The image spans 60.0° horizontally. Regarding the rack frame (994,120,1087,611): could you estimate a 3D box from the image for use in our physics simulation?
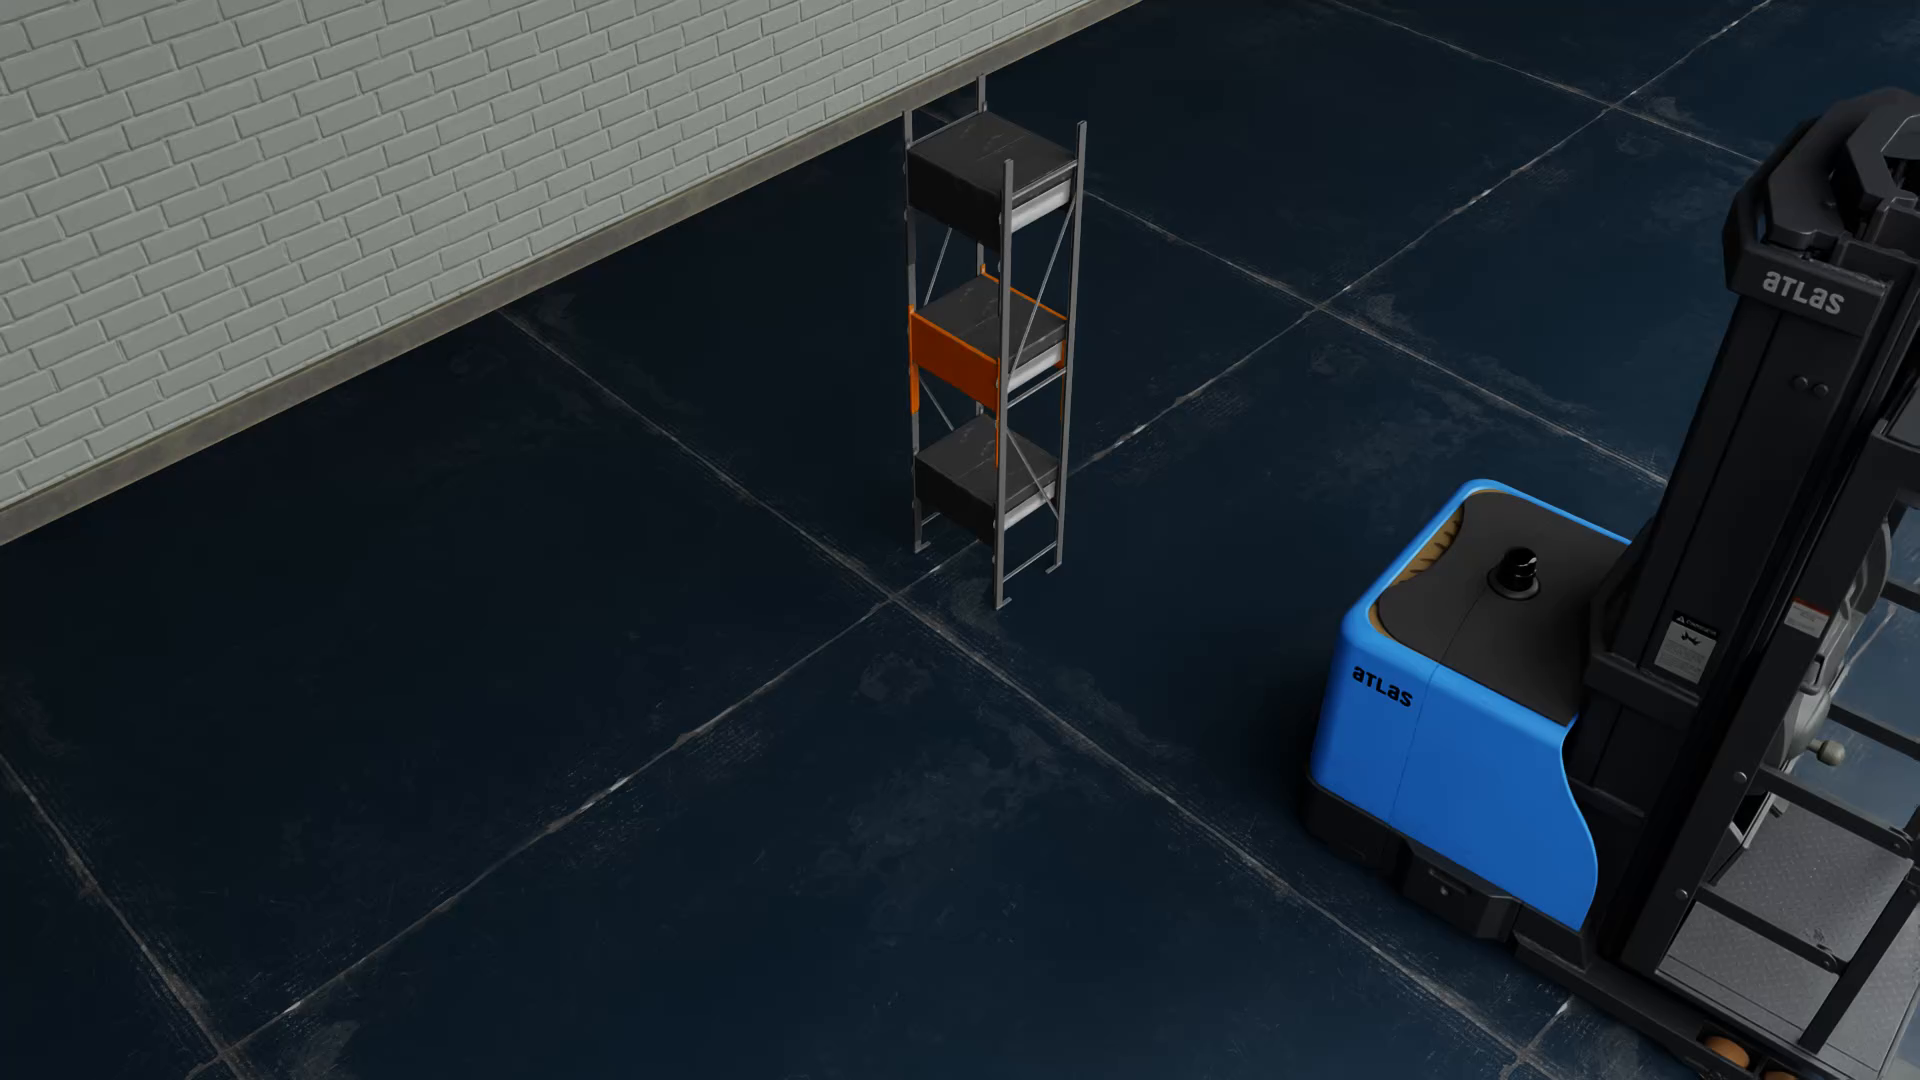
[{"bbox_3d":[0.289,-0.574,6.324,0.400,2.100,0.015,-34,53,-31],"label":"rack frame"}]

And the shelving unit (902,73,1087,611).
[{"bbox_3d":[0.117,-0.692,6.451,0.431,2.100,0.503,-34,53,-31],"label":"shelving unit"}]

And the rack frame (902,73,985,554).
[{"bbox_3d":[-0.055,-0.809,6.578,0.400,2.100,0.015,-34,53,-31],"label":"rack frame"}]

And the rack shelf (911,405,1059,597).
[{"bbox_3d":[0.117,-0.167,6.936,0.431,0.518,0.480,-34,53,-31],"label":"rack shelf"}]

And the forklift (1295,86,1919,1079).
[{"bbox_3d":[2.686,0.353,4.708,3.031,2.935,1.130,29,50,28],"label":"forklift"}]

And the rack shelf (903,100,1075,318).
[{"bbox_3d":[0.117,-1.196,5.986,0.431,0.518,0.480,-34,53,-31],"label":"rack shelf"}]

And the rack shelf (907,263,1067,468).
[{"bbox_3d":[0.117,-0.682,6.461,0.431,0.518,0.480,-34,53,-31],"label":"rack shelf"}]
